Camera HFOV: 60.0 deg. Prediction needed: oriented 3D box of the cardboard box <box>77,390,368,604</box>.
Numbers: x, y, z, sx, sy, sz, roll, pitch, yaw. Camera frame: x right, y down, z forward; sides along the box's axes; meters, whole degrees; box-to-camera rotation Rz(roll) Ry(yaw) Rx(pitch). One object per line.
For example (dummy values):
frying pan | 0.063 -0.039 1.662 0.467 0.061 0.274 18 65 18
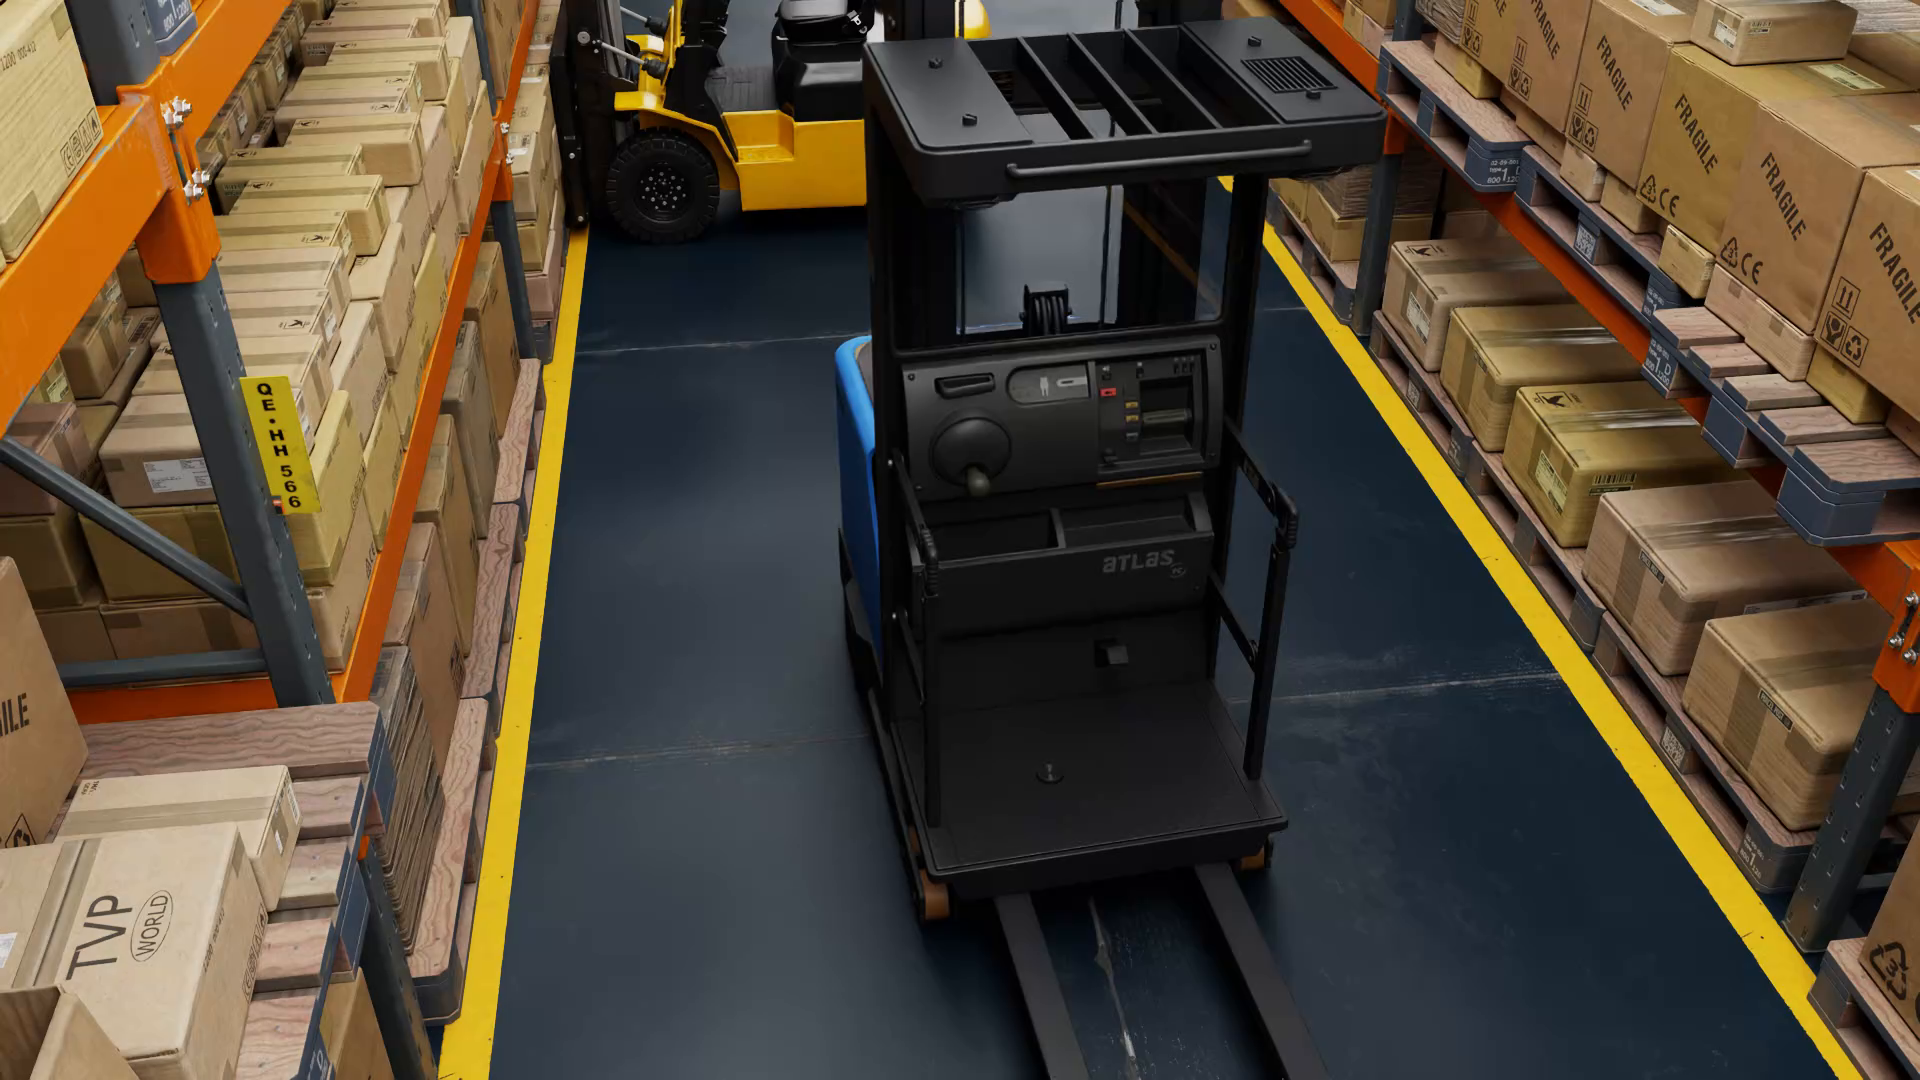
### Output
cardboard box | -1.722 -0.112 3.939 0.500 0.250 0.500 -4 35 -6

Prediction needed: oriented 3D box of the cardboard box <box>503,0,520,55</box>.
cardboard box | -2.355 -2.529 7.709 0.500 0.500 0.500 -4 34 -6

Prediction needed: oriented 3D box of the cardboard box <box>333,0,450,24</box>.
cardboard box | -2.202 -2.067 6.454 0.380 0.149 0.250 -3 34 -5

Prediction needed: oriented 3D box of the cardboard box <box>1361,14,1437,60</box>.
cardboard box | 2.105 -2.362 7.775 0.380 0.149 0.250 -5 35 -7

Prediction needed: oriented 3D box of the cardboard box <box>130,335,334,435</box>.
cardboard box | -1.718 -0.357 3.946 0.380 0.149 0.250 -4 34 -5

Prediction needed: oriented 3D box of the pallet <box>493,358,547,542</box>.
pallet | -2.330 -0.371 7.106 1.003 0.211 1.213 -4 35 -6

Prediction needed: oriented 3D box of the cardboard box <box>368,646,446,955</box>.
cardboard box | -2.000 0.760 4.707 0.875 0.625 0.625 -3 34 -5

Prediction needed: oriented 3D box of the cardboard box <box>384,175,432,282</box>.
cardboard box | -1.960 -0.966 5.193 0.500 0.250 0.500 -4 34 -6

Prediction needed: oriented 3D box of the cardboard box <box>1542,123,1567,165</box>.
cardboard box | 2.375 -1.469 6.093 0.380 0.149 0.250 -4 34 -6

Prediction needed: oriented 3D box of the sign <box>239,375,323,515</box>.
sign | -1.393 -0.191 3.409 0.100 0.325 0.005 -4 35 -6

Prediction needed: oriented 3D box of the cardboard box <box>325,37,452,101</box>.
cardboard box | -2.001 -1.647 5.838 0.380 0.149 0.250 -5 35 -8

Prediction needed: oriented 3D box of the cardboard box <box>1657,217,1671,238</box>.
cardboard box | 2.539 -1.036 5.457 0.380 0.149 0.250 -4 34 -6

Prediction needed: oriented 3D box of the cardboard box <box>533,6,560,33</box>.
cardboard box | -2.482 -2.815 9.398 0.500 0.250 0.500 -4 34 -6

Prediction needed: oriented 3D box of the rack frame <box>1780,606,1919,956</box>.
rack frame | 2.988 -0.077 4.199 1.000 3.000 0.127 -4 35 -6

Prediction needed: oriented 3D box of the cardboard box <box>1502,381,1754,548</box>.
cardboard box | 2.719 -0.315 6.510 0.950 0.372 0.625 -3 34 -5

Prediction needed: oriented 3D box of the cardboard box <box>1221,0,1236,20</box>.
cardboard box | 1.825 -3.113 10.057 0.500 0.500 0.500 -6 35 -8

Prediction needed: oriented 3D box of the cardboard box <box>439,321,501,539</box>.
cardboard box | -2.290 -0.399 6.408 0.875 0.625 0.625 -5 35 -7

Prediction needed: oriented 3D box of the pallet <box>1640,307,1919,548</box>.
pallet | 2.787 -0.387 4.825 1.213 0.211 1.003 -4 35 -6

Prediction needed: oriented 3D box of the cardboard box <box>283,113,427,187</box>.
cardboard box | -1.888 -1.214 5.203 0.380 0.149 0.250 -5 35 -8

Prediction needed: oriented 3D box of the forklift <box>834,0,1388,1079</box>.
forklift | 0.347 -0.288 4.570 1.130 2.935 3.031 -7 35 -10

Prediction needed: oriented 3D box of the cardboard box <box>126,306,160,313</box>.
cardboard box | -2.400 -0.638 4.712 0.500 0.250 0.500 -5 35 -7

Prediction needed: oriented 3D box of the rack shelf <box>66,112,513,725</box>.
rack shelf | -2.199 -0.518 5.485 1.077 0.370 4.000 -4 35 -6

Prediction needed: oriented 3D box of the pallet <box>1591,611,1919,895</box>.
pallet | 2.885 0.639 5.625 1.003 0.211 1.213 -4 35 -6

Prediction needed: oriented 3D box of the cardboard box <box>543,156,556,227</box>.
cardboard box | -2.296 -1.749 8.278 0.500 0.250 0.500 -5 35 -7

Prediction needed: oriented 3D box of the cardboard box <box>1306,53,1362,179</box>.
cardboard box | 2.035 -2.250 8.791 0.500 0.500 0.500 -4 34 -6

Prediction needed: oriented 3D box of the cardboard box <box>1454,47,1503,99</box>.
cardboard box | 2.237 -1.906 6.734 0.380 0.149 0.250 -4 34 -5

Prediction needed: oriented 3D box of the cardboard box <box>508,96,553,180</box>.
cardboard box | -2.280 -1.961 8.145 0.500 0.250 0.500 -4 35 -6

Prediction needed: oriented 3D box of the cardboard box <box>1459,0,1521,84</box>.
cardboard box | 2.297 -2.084 6.419 0.500 0.500 0.500 -4 35 -6

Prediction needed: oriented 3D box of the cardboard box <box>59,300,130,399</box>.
cardboard box | -2.294 -0.461 4.098 0.380 0.149 0.250 -4 35 -6

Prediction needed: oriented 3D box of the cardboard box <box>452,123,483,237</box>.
cardboard box | -2.067 -1.328 6.168 0.500 0.250 0.500 -5 35 -7

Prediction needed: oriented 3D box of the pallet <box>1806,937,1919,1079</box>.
pallet | 3.020 1.521 4.331 1.003 0.211 1.213 -4 35 -6

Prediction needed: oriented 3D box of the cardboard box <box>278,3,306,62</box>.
cardboard box | -2.649 -1.874 6.172 0.380 0.149 0.250 -5 35 -8

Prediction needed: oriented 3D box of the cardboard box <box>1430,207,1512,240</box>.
cardboard box | 2.639 -1.696 8.644 0.500 0.250 0.500 -6 35 -9

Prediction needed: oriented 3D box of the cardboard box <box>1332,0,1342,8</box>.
cardboard box | 2.087 -2.792 8.406 0.380 0.149 0.250 -5 35 -7

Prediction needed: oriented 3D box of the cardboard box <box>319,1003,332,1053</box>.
cardboard box | -1.612 1.149 3.671 0.380 0.149 0.250 -6 35 -9

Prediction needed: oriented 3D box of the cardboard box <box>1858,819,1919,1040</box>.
cardboard box | 2.999 1.019 4.105 0.875 0.875 0.875 -5 35 -7

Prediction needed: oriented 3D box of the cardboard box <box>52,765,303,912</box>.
cardboard box | -1.461 0.569 3.102 0.380 0.149 0.250 -4 34 -5

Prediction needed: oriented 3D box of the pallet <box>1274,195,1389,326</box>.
pallet | 2.325 -1.529 8.806 1.003 0.211 1.213 -4 35 -6

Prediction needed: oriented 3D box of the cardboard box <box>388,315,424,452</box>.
cardboard box | -1.886 -0.471 4.911 0.500 0.250 0.500 -5 35 -8

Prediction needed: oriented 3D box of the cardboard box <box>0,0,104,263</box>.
cardboard box | -1.620 -0.608 2.449 0.500 0.250 0.500 -5 35 -8

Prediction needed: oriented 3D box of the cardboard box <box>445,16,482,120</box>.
cardboard box | -2.148 -1.821 6.448 0.500 0.250 0.500 -5 35 -7

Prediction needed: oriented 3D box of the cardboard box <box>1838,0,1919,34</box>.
cardboard box | 2.943 -1.549 5.634 0.500 0.500 0.500 -6 35 -8

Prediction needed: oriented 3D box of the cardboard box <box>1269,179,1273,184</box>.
cardboard box | 1.959 -2.236 9.437 0.500 0.250 0.500 -4 34 -6

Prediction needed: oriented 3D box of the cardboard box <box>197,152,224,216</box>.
cardboard box | -2.399 -1.030 4.933 0.380 0.149 0.250 -3 34 -5

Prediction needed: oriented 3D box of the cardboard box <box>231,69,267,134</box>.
cardboard box | -2.553 -1.453 5.554 0.380 0.149 0.250 -4 35 -6

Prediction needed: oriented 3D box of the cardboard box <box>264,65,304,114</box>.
cardboard box | -2.596 -1.492 5.965 0.500 0.250 0.500 -5 35 -7

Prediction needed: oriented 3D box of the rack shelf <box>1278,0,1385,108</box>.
rack shelf | 2.182 -3.128 9.315 1.077 0.370 4.000 -4 35 -6

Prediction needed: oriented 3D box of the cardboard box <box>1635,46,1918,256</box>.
cardboard box | 2.502 -1.217 5.146 0.500 0.500 0.500 -7 35 -10

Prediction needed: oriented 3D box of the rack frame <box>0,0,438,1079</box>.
rack frame | -1.930 0.301 3.645 1.000 3.000 0.127 -4 35 -6

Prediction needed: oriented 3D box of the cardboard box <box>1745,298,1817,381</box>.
cardboard box | 2.525 -0.593 4.807 0.380 0.149 0.250 -5 35 -7

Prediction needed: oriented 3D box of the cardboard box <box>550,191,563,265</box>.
cardboard box | -2.288 -1.546 8.423 0.500 0.250 0.500 -5 35 -7

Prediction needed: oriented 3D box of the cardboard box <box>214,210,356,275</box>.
cardboard box | -1.889 -0.782 4.569 0.380 0.149 0.250 -4 34 -6
